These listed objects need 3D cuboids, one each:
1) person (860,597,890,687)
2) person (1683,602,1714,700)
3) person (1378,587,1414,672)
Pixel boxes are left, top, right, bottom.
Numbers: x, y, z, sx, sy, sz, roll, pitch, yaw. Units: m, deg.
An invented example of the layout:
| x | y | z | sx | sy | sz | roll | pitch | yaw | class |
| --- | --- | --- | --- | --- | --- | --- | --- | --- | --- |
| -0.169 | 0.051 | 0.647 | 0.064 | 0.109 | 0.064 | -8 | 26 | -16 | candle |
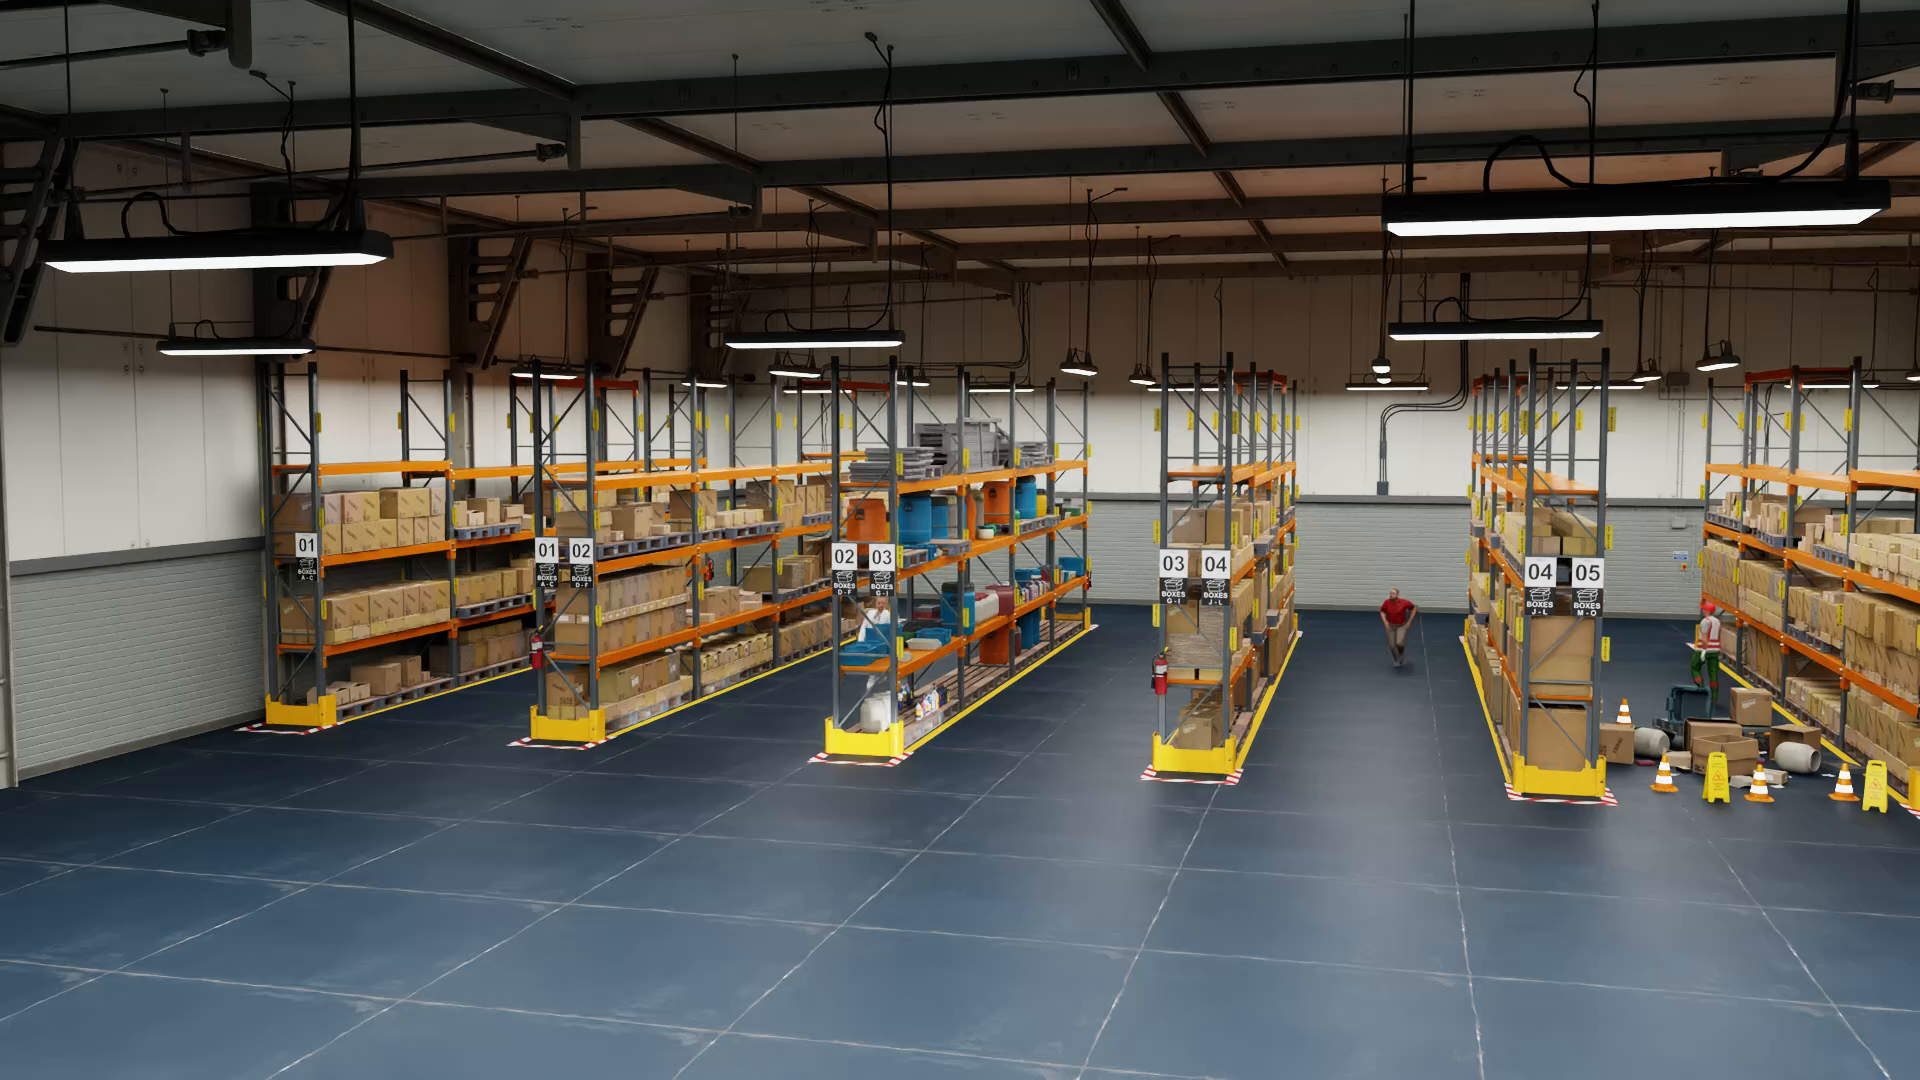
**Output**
| x | y | z | sx | sy | sz | roll | pitch | yaw | class |
| --- | --- | --- | --- | --- | --- | --- | --- | --- | --- |
| -1.472 | 1.777 | 30.016 | 0.660 | 1.779 | 0.664 | 0 | 4 | -6 | person |
| 13.449 | 1.983 | 30.244 | 0.470 | 1.723 | 1.007 | 0 | 4 | -6 | person |
| 8.877 | 1.794 | 33.844 | 0.709 | 1.734 | 0.934 | 1 | 4 | 19 | person |
